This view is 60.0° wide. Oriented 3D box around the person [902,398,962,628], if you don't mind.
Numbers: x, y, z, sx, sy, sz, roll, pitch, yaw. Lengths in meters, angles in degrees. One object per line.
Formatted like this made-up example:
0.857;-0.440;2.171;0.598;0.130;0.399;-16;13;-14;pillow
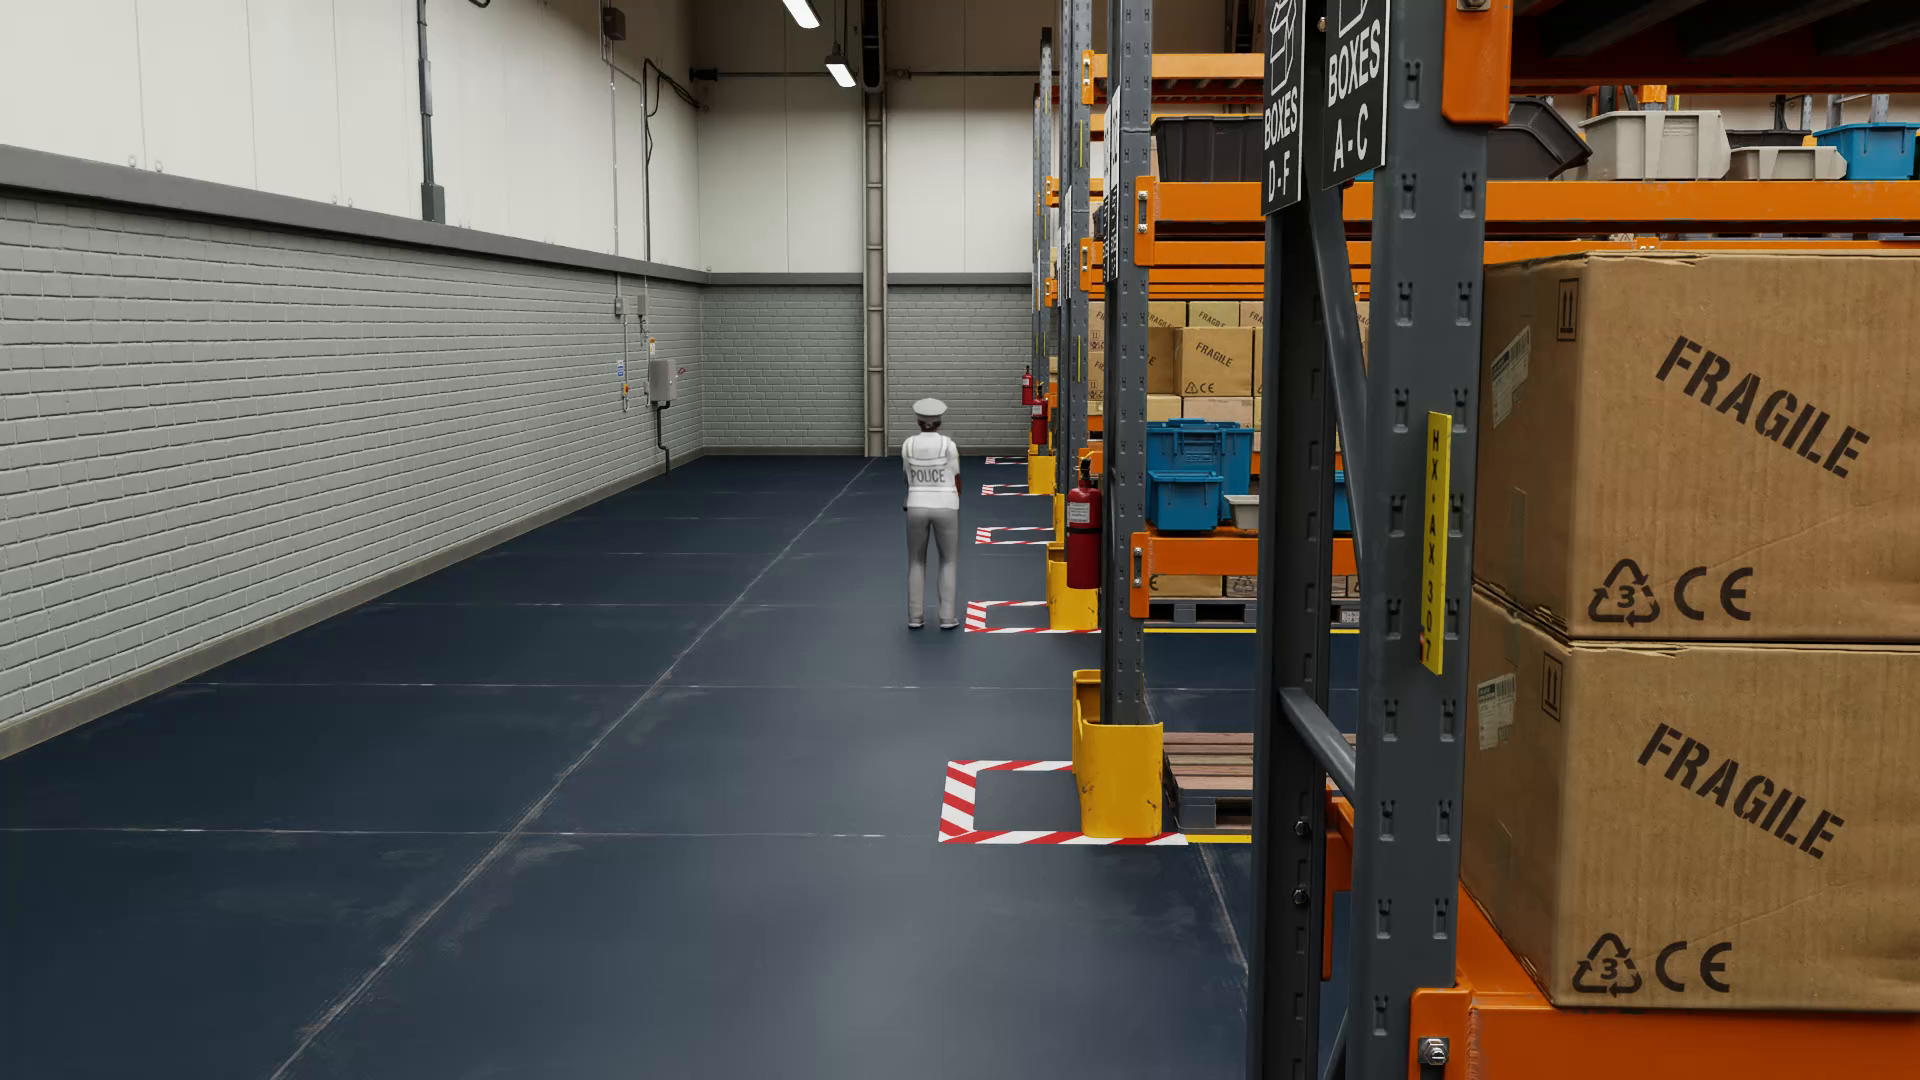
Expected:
-0.199;-0.202;12.264;0.435;1.692;0.520;1;7;8;person
